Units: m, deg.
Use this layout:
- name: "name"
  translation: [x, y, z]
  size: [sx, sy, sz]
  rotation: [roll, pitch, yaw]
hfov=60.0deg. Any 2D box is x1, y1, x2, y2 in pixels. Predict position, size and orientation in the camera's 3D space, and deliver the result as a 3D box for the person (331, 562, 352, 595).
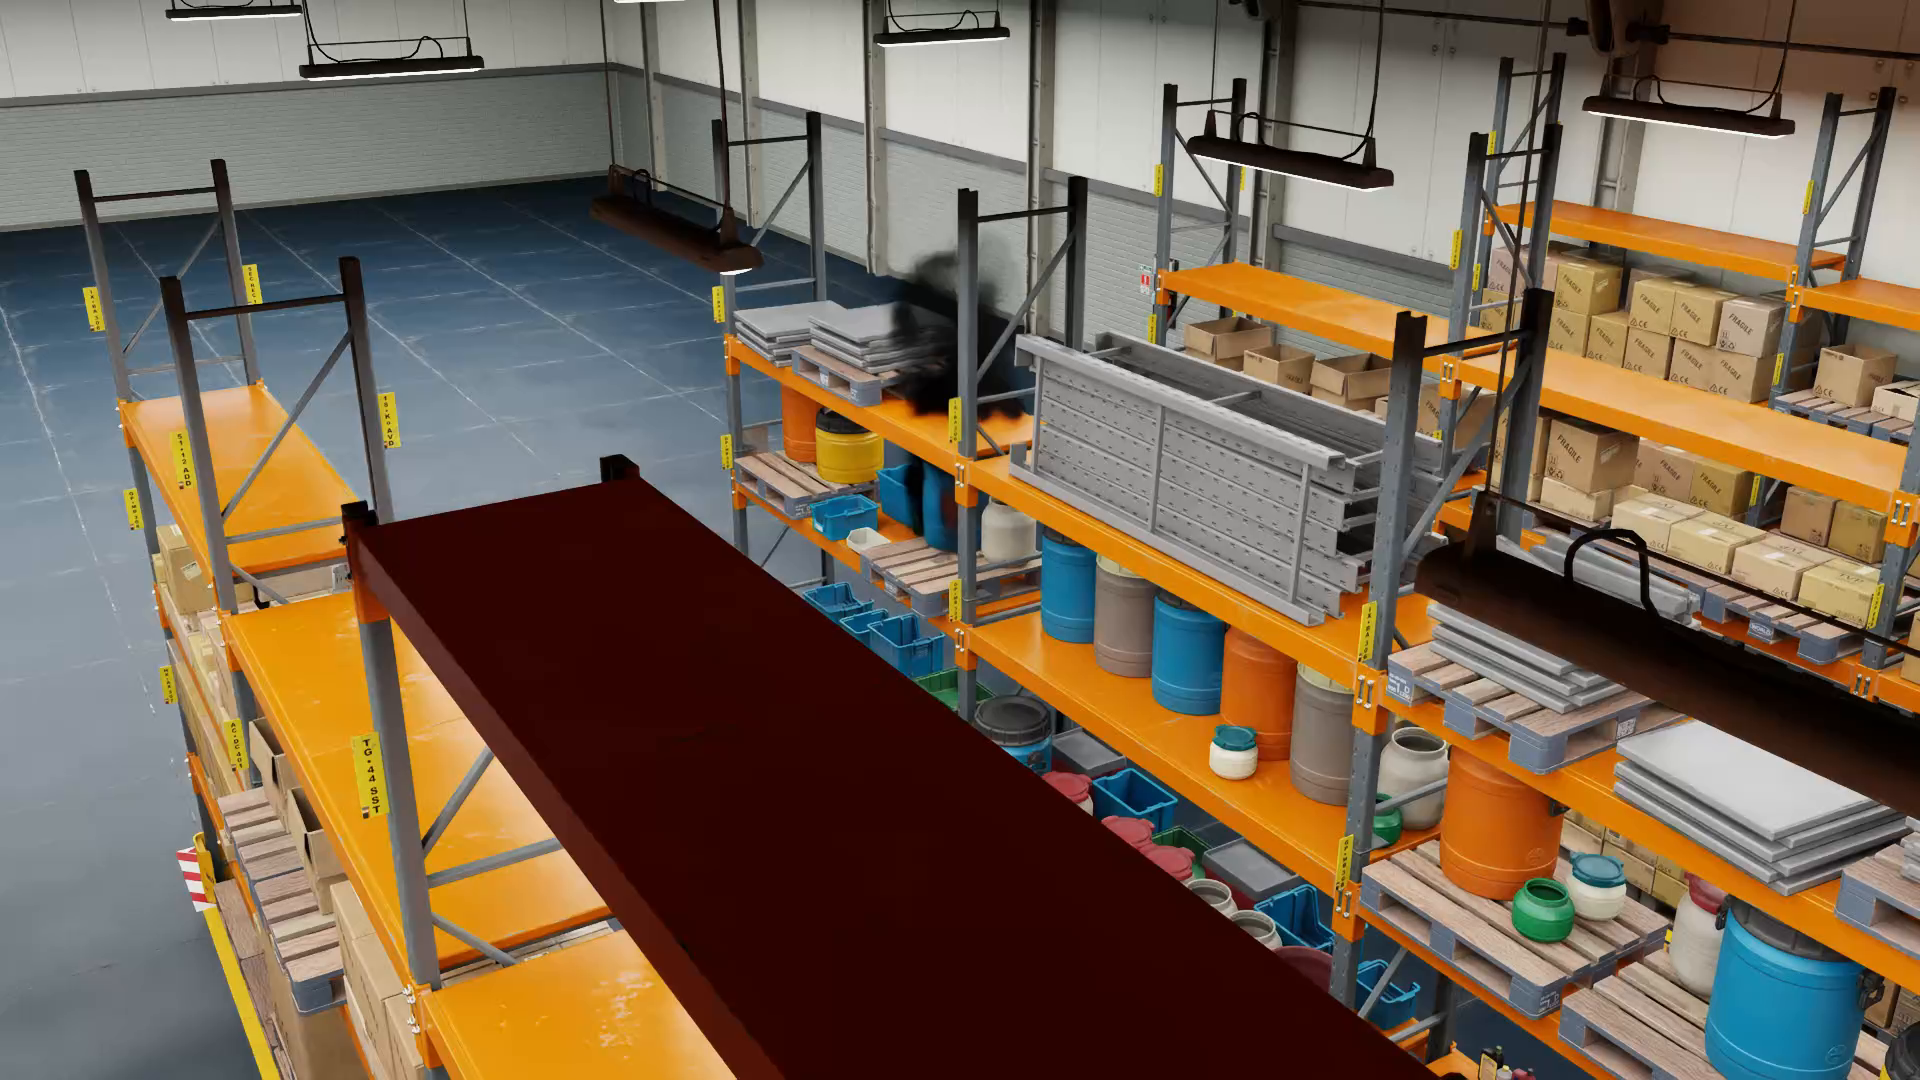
- name: "person"
  translation: [-6.505, 0.683, 17.559]
  size: [0.804, 1.561, 0.538]
  rotation: [0, 22, 1]
